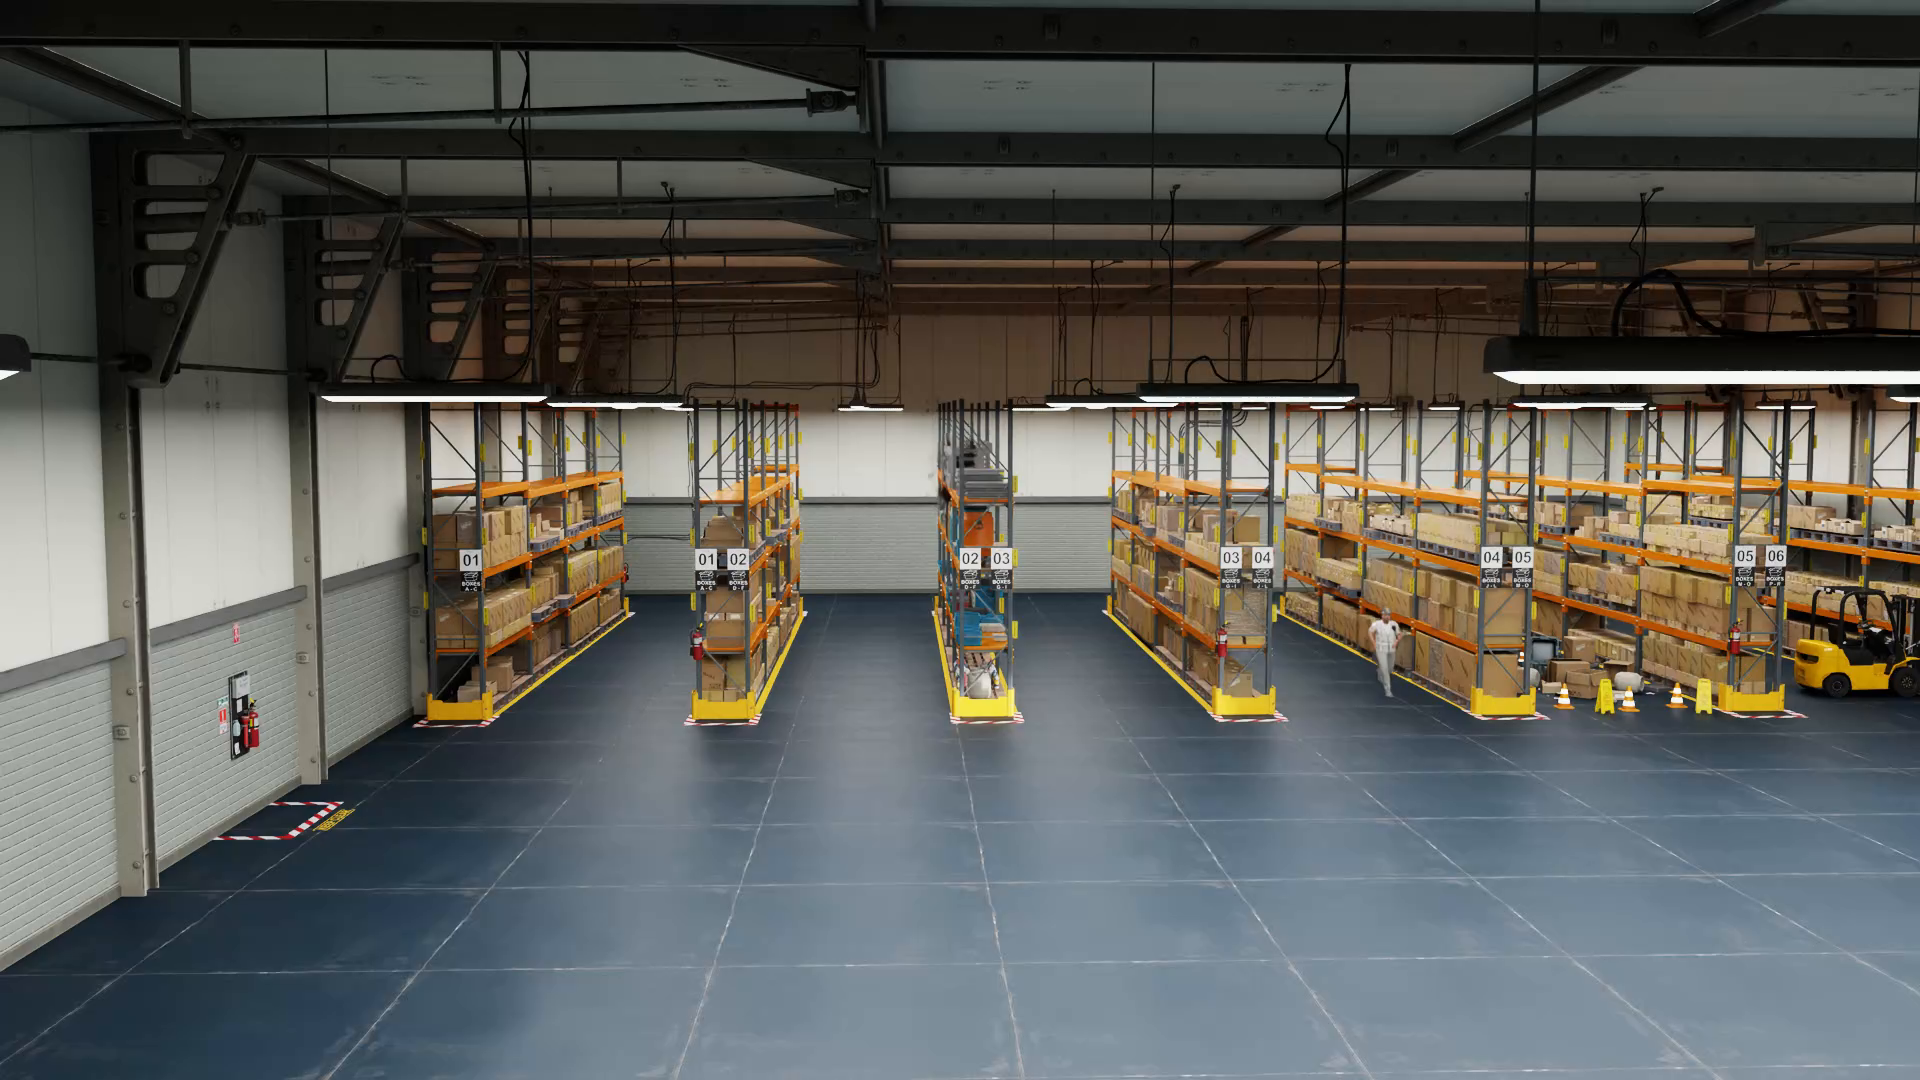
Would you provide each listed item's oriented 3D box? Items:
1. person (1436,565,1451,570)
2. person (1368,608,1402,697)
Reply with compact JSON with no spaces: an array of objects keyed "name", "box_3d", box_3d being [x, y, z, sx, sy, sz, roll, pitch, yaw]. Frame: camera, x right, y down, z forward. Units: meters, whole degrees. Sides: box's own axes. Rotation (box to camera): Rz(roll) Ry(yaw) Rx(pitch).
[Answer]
[{"name":"person","box_3d":[14.453,1.179,49.270,0.699,1.640,0.536,1,4,7]},{"name":"person","box_3d":[8.746,2.269,34.141,0.632,1.794,1.126,-1,4,-7]}]
